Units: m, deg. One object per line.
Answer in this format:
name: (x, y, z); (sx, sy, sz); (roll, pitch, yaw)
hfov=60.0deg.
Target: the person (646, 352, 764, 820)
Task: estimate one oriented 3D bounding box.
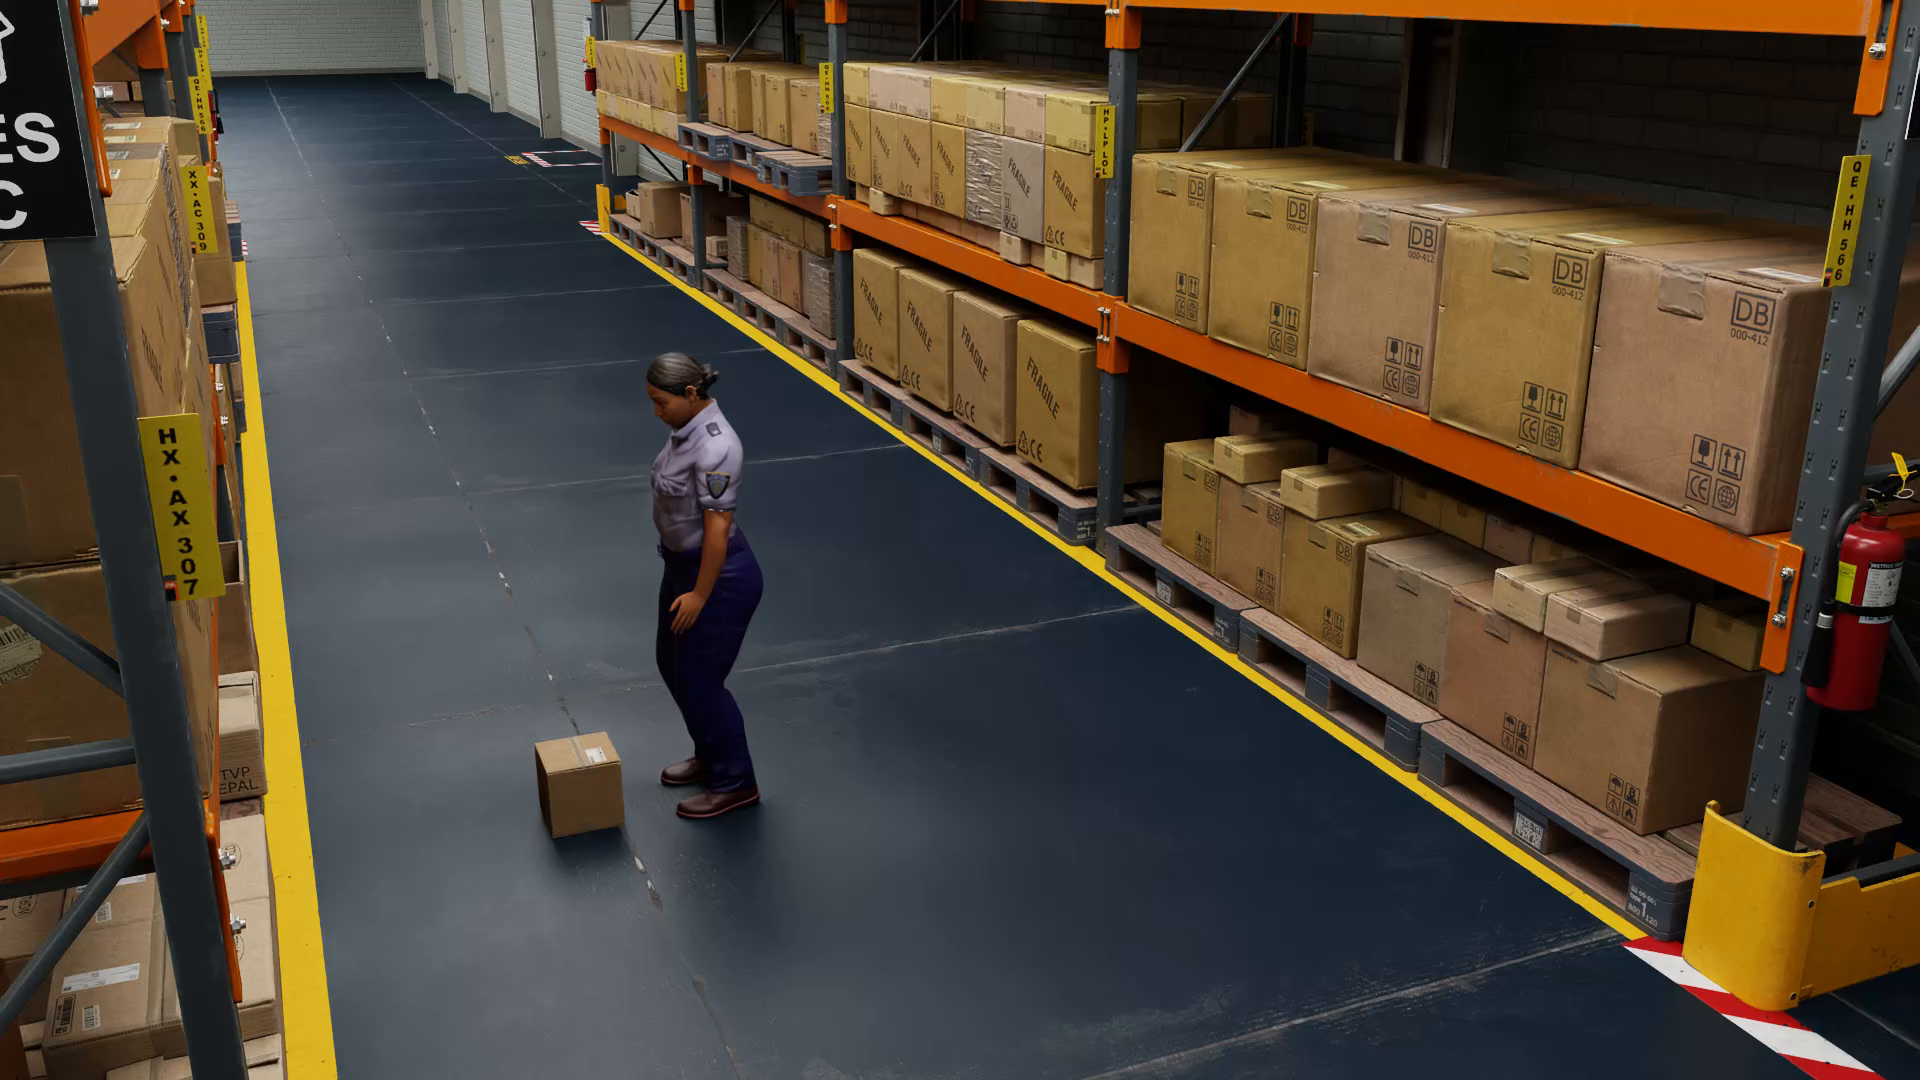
person: (-0.866, 0.147, 5.710); (0.357, 1.626, 0.486); (-7, 20, -21)
